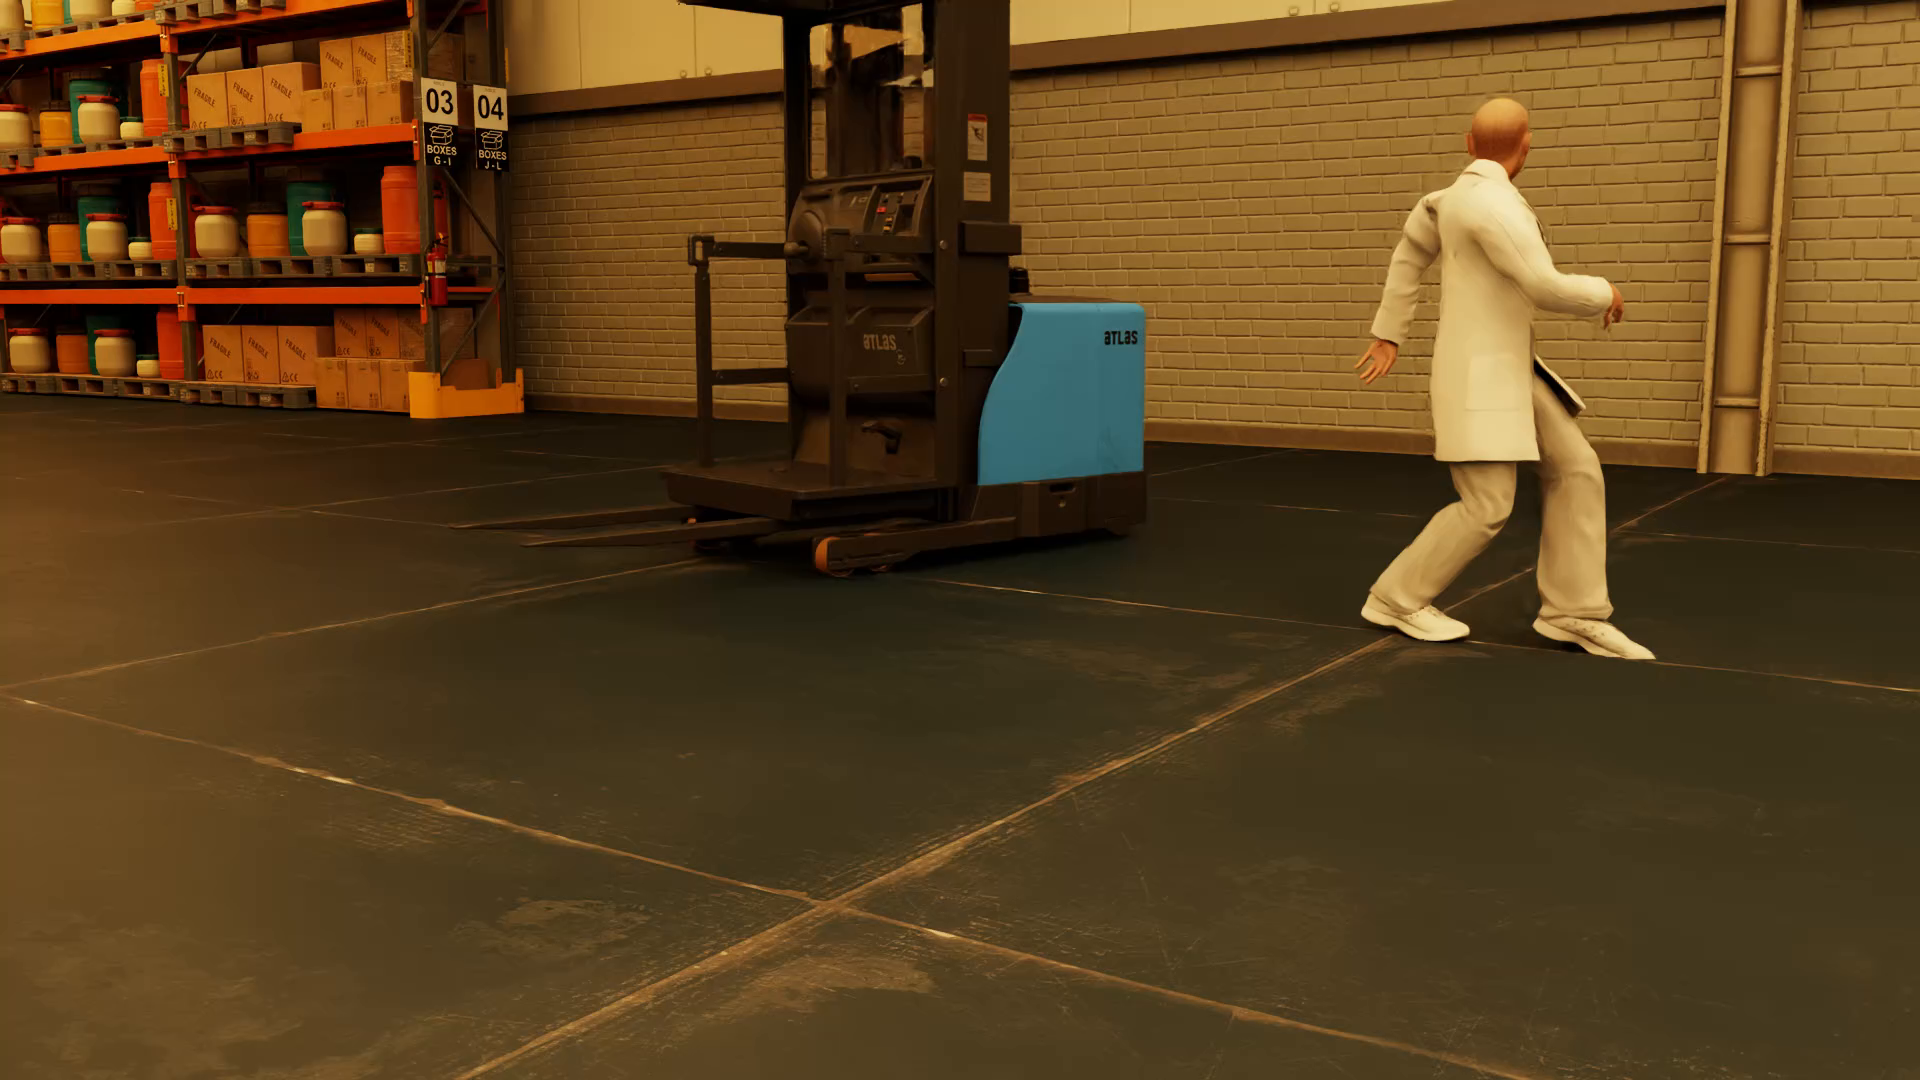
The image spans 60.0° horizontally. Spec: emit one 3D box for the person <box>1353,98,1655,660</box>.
[{"bbox_3d":[1.696,-0.503,5.226,1.009,1.727,0.613,4,9,27],"label":"person"}]

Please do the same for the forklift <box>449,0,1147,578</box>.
[{"bbox_3d":[-0.592,-1.384,6.925,3.031,2.935,1.130,-7,11,-39],"label":"forklift"}]
